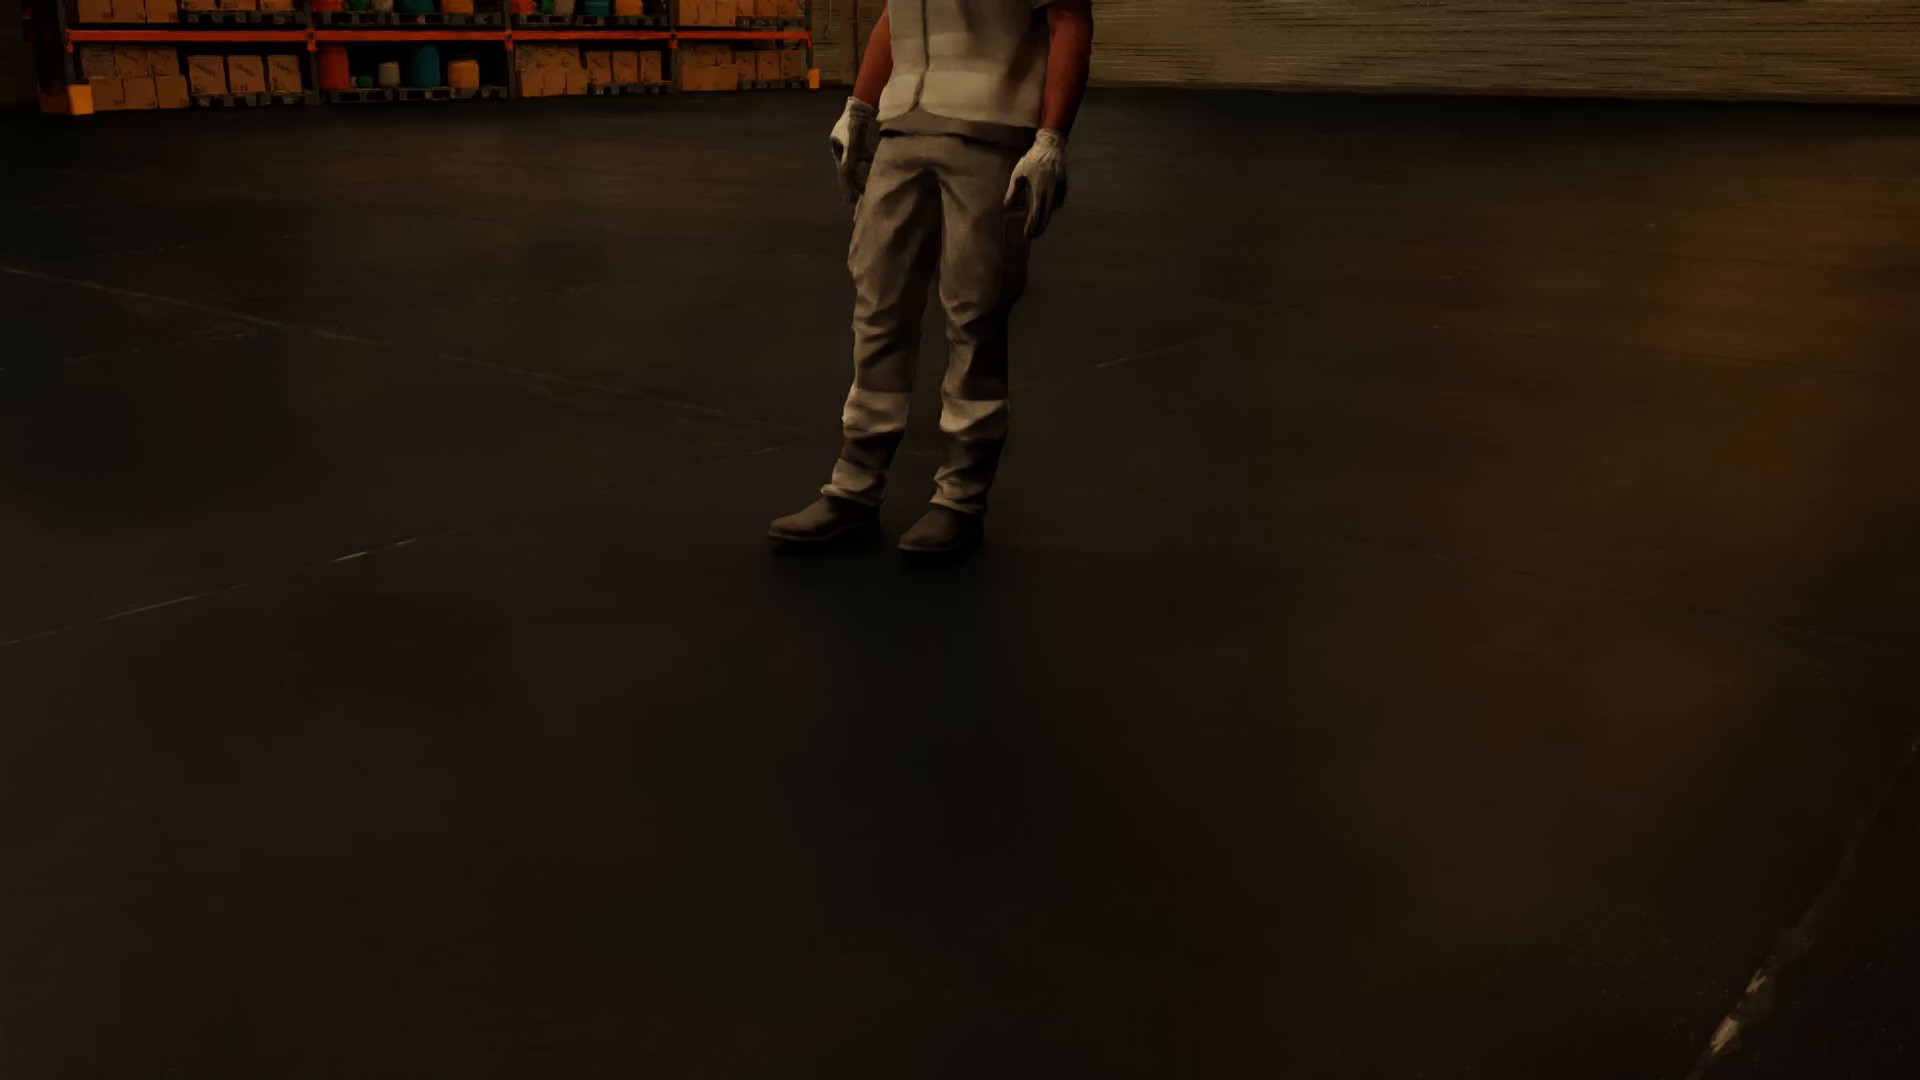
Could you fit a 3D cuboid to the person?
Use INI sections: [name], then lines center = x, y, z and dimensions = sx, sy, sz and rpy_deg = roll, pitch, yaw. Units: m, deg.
[person]
center = -0.060, -0.847, 3.627
dimensions = 0.637, 1.787, 0.563
rpy_deg = 13, 21, 37
